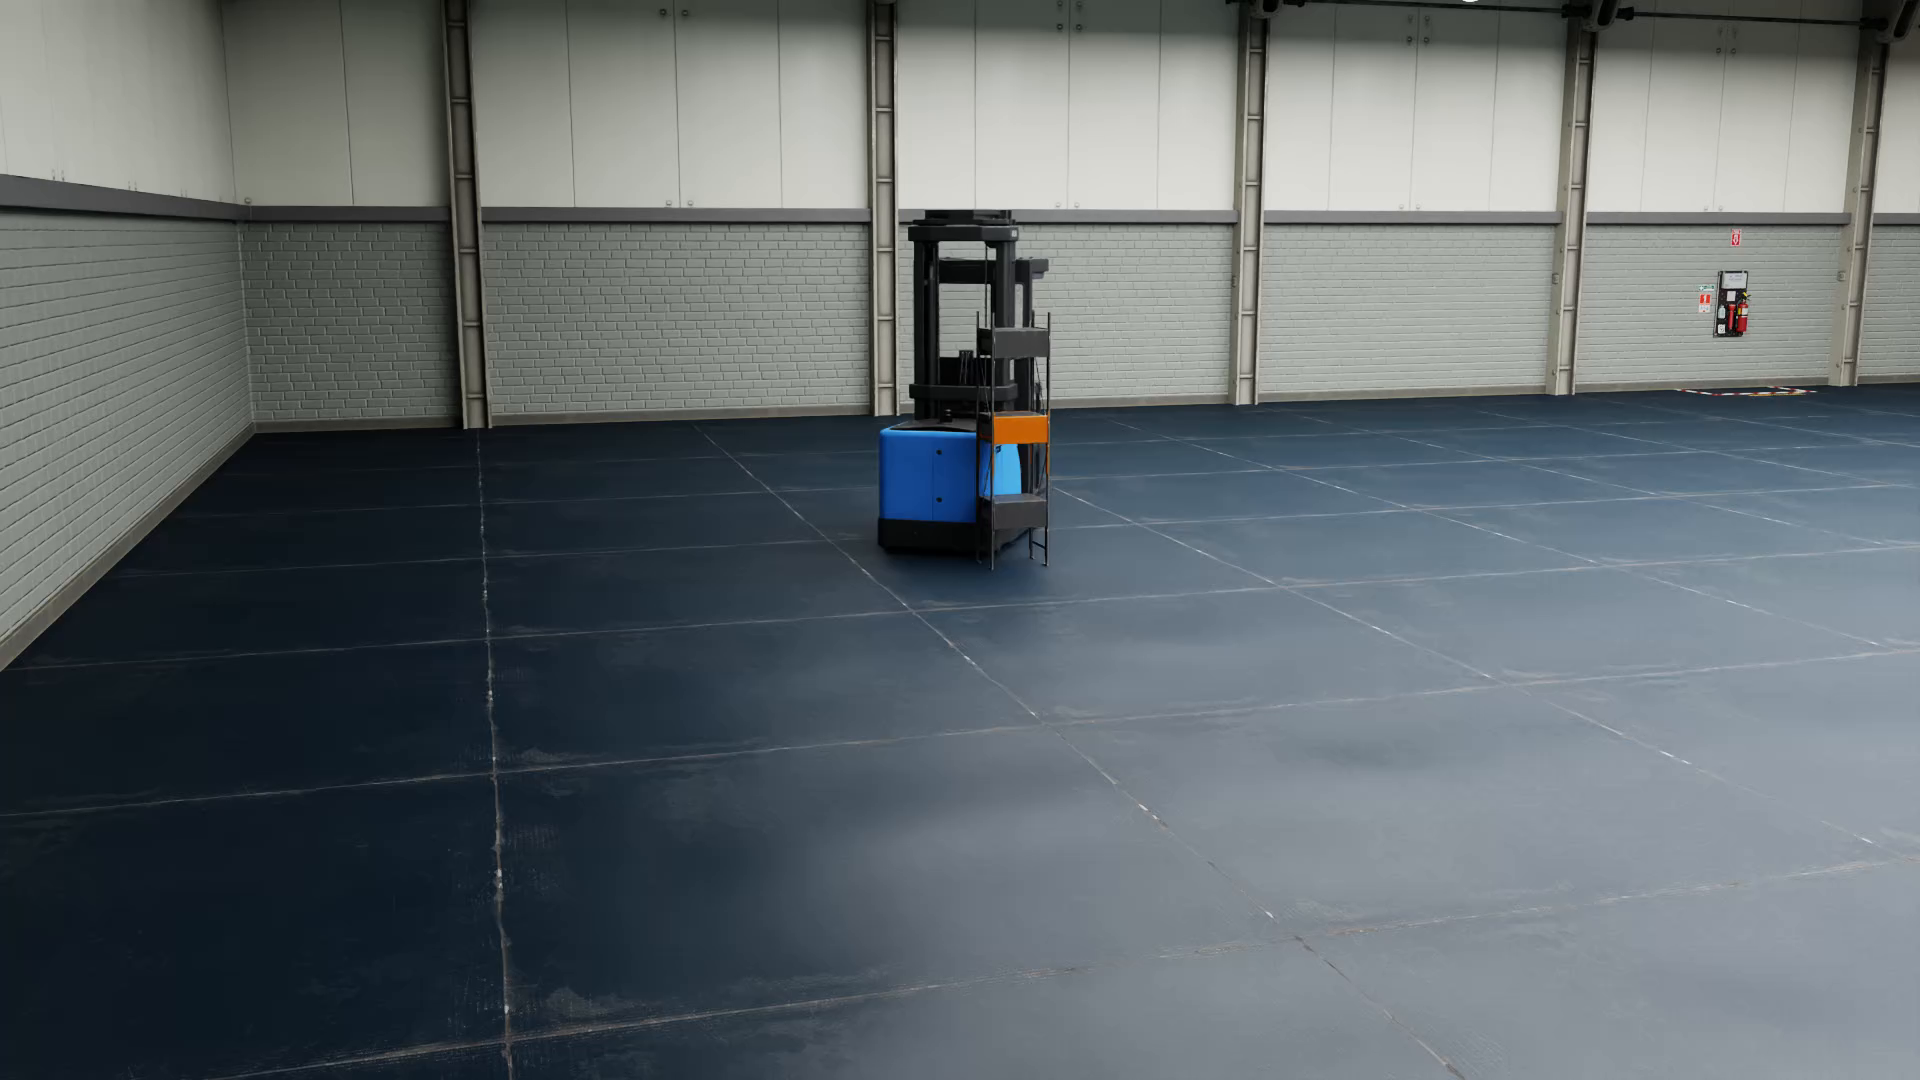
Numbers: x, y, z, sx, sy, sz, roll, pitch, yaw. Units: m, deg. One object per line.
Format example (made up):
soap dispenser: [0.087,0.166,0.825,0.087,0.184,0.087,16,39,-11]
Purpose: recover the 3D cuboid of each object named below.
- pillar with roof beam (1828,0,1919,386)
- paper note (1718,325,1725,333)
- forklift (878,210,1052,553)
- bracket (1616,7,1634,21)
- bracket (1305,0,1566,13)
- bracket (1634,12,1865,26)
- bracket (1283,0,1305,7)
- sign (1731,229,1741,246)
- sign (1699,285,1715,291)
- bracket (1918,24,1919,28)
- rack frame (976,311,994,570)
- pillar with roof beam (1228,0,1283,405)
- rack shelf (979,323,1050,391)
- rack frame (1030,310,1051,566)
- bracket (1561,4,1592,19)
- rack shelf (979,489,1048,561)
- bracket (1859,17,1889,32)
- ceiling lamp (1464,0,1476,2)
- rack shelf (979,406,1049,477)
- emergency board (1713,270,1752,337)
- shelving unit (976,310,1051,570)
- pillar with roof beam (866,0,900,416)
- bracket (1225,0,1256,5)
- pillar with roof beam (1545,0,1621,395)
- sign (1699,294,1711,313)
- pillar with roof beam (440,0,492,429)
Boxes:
pillar with roof beam: [17.336,-6.507,25.539,0.548,9.000,9.100,-3,11,-16]
paper note: [13.560,-3.757,29.600,0.142,0.148,0.016,-3,11,-16]
forklift: [0.191,-1.558,15.415,1.130,2.935,3.031,3,11,16]
bracket: [10.869,-8.682,27.408,0.430,0.232,0.235,-3,11,-16]
bracket: [7.582,-8.508,26.467,4.783,0.066,0.076,-3,11,-16]
bracket: [13.343,-8.812,28.116,4.783,0.066,0.076,-3,11,-16]
bracket: [5.108,-8.378,25.759,0.430,0.232,0.235,-3,11,-16]
sign: [13.714,-5.344,29.386,0.199,0.298,0.001,-3,11,-16]
sign: [13.196,-4.454,29.391,0.331,0.109,0.001,-3,11,-16]
bracket: [19.104,-9.116,29.766,4.783,0.066,0.076,-3,11,-16]
rack frame: [0.204,-0.820,13.700,0.015,2.100,0.400,-3,11,-18]
pillar with roof beam: [5.814,-5.900,22.241,0.548,9.000,9.100,-3,11,-16]
rack shelf: [0.436,-1.509,13.652,0.480,0.518,0.431,-3,11,-18]
rack frame: [0.667,-0.848,13.852,0.015,2.100,0.400,-3,11,-18]
bracket: [10.072,-8.640,27.180,0.430,0.232,0.235,-3,11,-16]
rack shelf: [0.436,-0.132,13.905,0.480,0.518,0.431,-3,11,-18]
bracket: [15.833,-8.943,28.829,0.430,0.232,0.235,-3,11,-16]
ceiling lamp: [7.175,-7.173,21.715,0.237,0.041,1.941,-3,11,-16]
rack shelf: [0.436,-0.820,13.779,0.480,0.518,0.431,-3,11,-18]
emergency board: [13.749,-4.187,29.504,0.643,1.169,0.194,-3,11,-16]
shelving unit: [0.436,-0.834,13.776,0.503,2.100,0.431,-3,11,-18]
pillar with roof beam: [0.053,-5.596,20.591,0.548,9.000,9.100,-3,11,-16]
bracket: [4.311,-8.336,25.530,0.430,0.232,0.235,-3,11,-16]
pillar with roof beam: [11.575,-6.204,23.890,0.548,9.000,9.100,-3,11,-16]
sign: [13.189,-4.194,29.446,0.234,0.329,0.001,-3,11,-16]
pillar with roof beam: [-5.708,-5.293,18.942,0.400,9.000,9.100,-3,11,-16]
